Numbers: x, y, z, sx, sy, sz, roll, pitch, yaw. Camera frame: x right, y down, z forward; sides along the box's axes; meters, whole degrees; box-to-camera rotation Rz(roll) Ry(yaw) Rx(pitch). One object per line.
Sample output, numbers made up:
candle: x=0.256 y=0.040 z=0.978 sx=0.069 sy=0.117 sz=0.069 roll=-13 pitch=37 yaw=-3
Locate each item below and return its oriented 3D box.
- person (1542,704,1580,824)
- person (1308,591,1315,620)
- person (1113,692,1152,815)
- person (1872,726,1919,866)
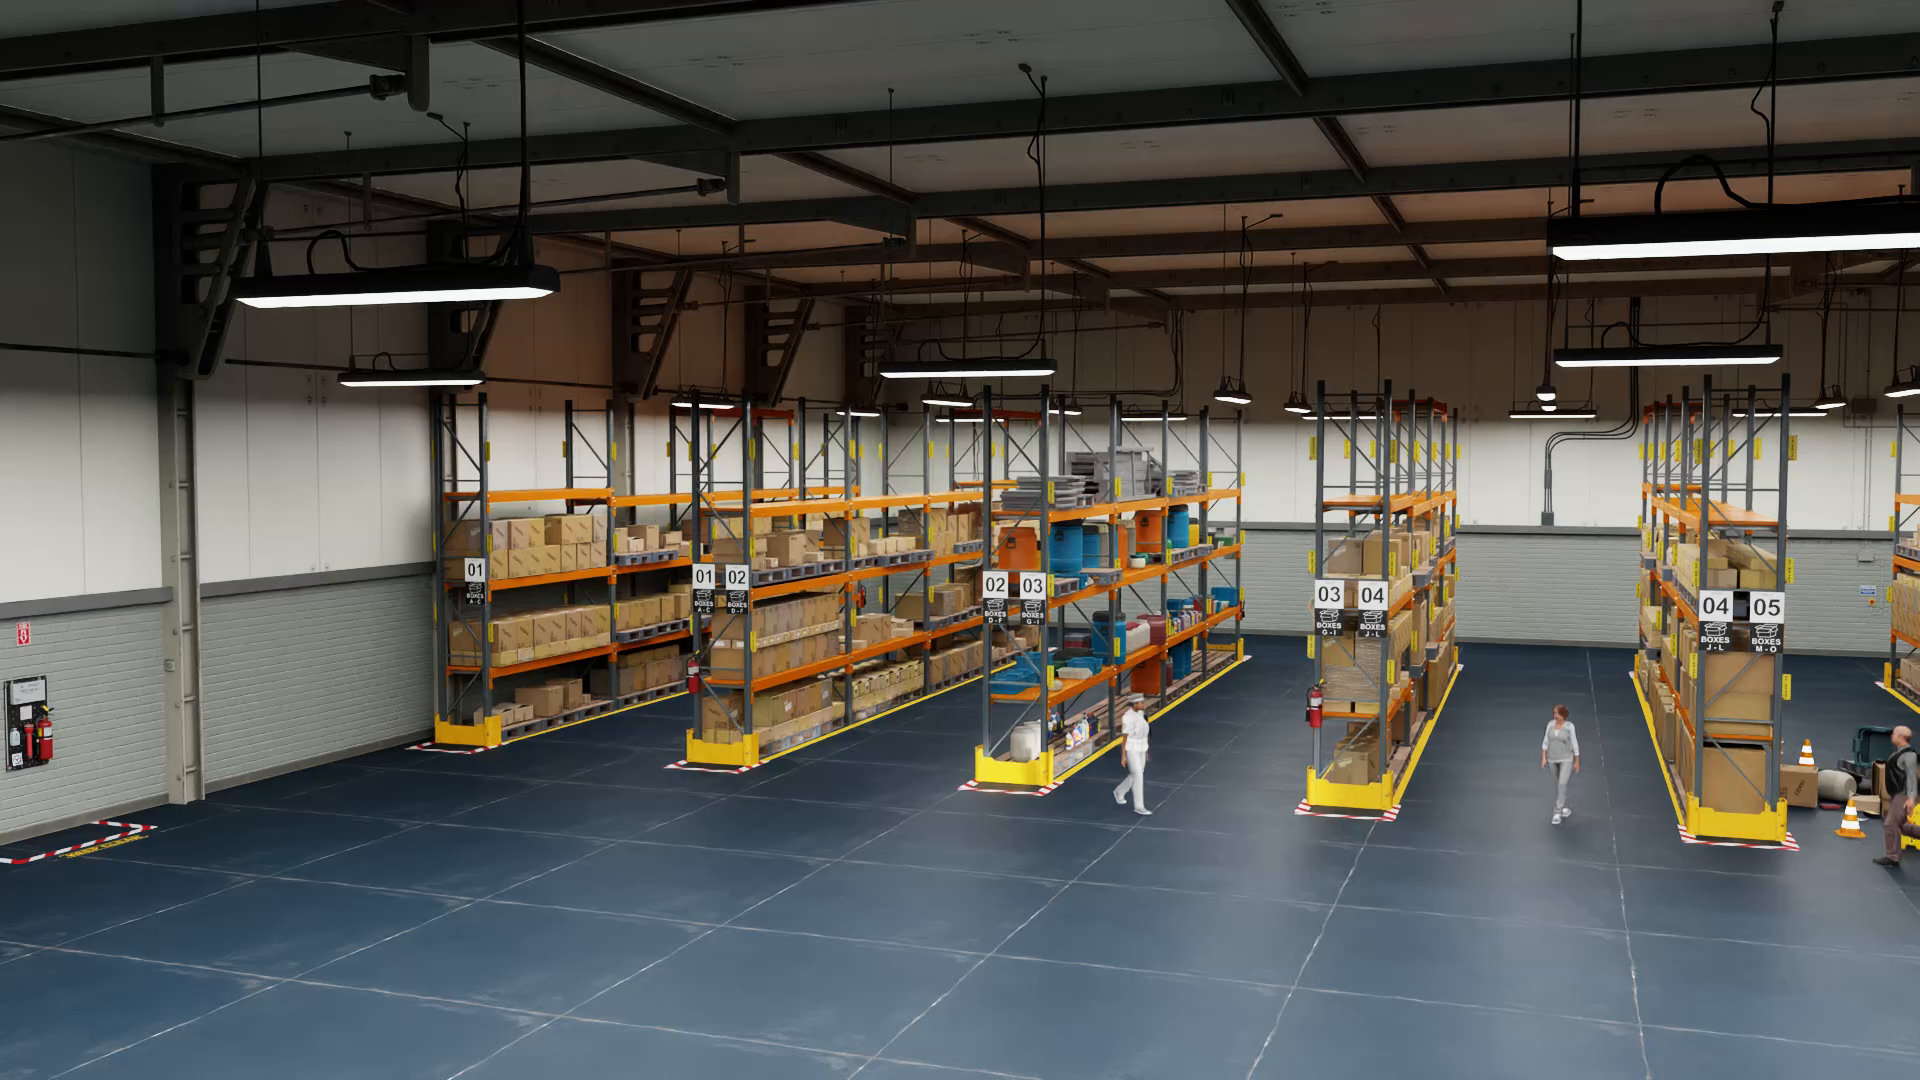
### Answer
person: x=8.084 y=3.001 z=22.477 sx=0.856 sy=1.563 sz=0.448 roll=-3 pitch=4 yaw=-41
person: x=9.222 y=1.956 z=42.454 sx=0.624 sy=1.580 sz=0.677 roll=2 pitch=3 yaw=28
person: x=2.419 y=2.940 z=23.186 sx=0.821 sy=1.654 sz=0.490 roll=3 pitch=4 yaw=43
person: x=11.434 y=3.080 z=20.025 sx=0.818 sy=1.696 sz=0.558 roll=1 pitch=3 yaw=12
